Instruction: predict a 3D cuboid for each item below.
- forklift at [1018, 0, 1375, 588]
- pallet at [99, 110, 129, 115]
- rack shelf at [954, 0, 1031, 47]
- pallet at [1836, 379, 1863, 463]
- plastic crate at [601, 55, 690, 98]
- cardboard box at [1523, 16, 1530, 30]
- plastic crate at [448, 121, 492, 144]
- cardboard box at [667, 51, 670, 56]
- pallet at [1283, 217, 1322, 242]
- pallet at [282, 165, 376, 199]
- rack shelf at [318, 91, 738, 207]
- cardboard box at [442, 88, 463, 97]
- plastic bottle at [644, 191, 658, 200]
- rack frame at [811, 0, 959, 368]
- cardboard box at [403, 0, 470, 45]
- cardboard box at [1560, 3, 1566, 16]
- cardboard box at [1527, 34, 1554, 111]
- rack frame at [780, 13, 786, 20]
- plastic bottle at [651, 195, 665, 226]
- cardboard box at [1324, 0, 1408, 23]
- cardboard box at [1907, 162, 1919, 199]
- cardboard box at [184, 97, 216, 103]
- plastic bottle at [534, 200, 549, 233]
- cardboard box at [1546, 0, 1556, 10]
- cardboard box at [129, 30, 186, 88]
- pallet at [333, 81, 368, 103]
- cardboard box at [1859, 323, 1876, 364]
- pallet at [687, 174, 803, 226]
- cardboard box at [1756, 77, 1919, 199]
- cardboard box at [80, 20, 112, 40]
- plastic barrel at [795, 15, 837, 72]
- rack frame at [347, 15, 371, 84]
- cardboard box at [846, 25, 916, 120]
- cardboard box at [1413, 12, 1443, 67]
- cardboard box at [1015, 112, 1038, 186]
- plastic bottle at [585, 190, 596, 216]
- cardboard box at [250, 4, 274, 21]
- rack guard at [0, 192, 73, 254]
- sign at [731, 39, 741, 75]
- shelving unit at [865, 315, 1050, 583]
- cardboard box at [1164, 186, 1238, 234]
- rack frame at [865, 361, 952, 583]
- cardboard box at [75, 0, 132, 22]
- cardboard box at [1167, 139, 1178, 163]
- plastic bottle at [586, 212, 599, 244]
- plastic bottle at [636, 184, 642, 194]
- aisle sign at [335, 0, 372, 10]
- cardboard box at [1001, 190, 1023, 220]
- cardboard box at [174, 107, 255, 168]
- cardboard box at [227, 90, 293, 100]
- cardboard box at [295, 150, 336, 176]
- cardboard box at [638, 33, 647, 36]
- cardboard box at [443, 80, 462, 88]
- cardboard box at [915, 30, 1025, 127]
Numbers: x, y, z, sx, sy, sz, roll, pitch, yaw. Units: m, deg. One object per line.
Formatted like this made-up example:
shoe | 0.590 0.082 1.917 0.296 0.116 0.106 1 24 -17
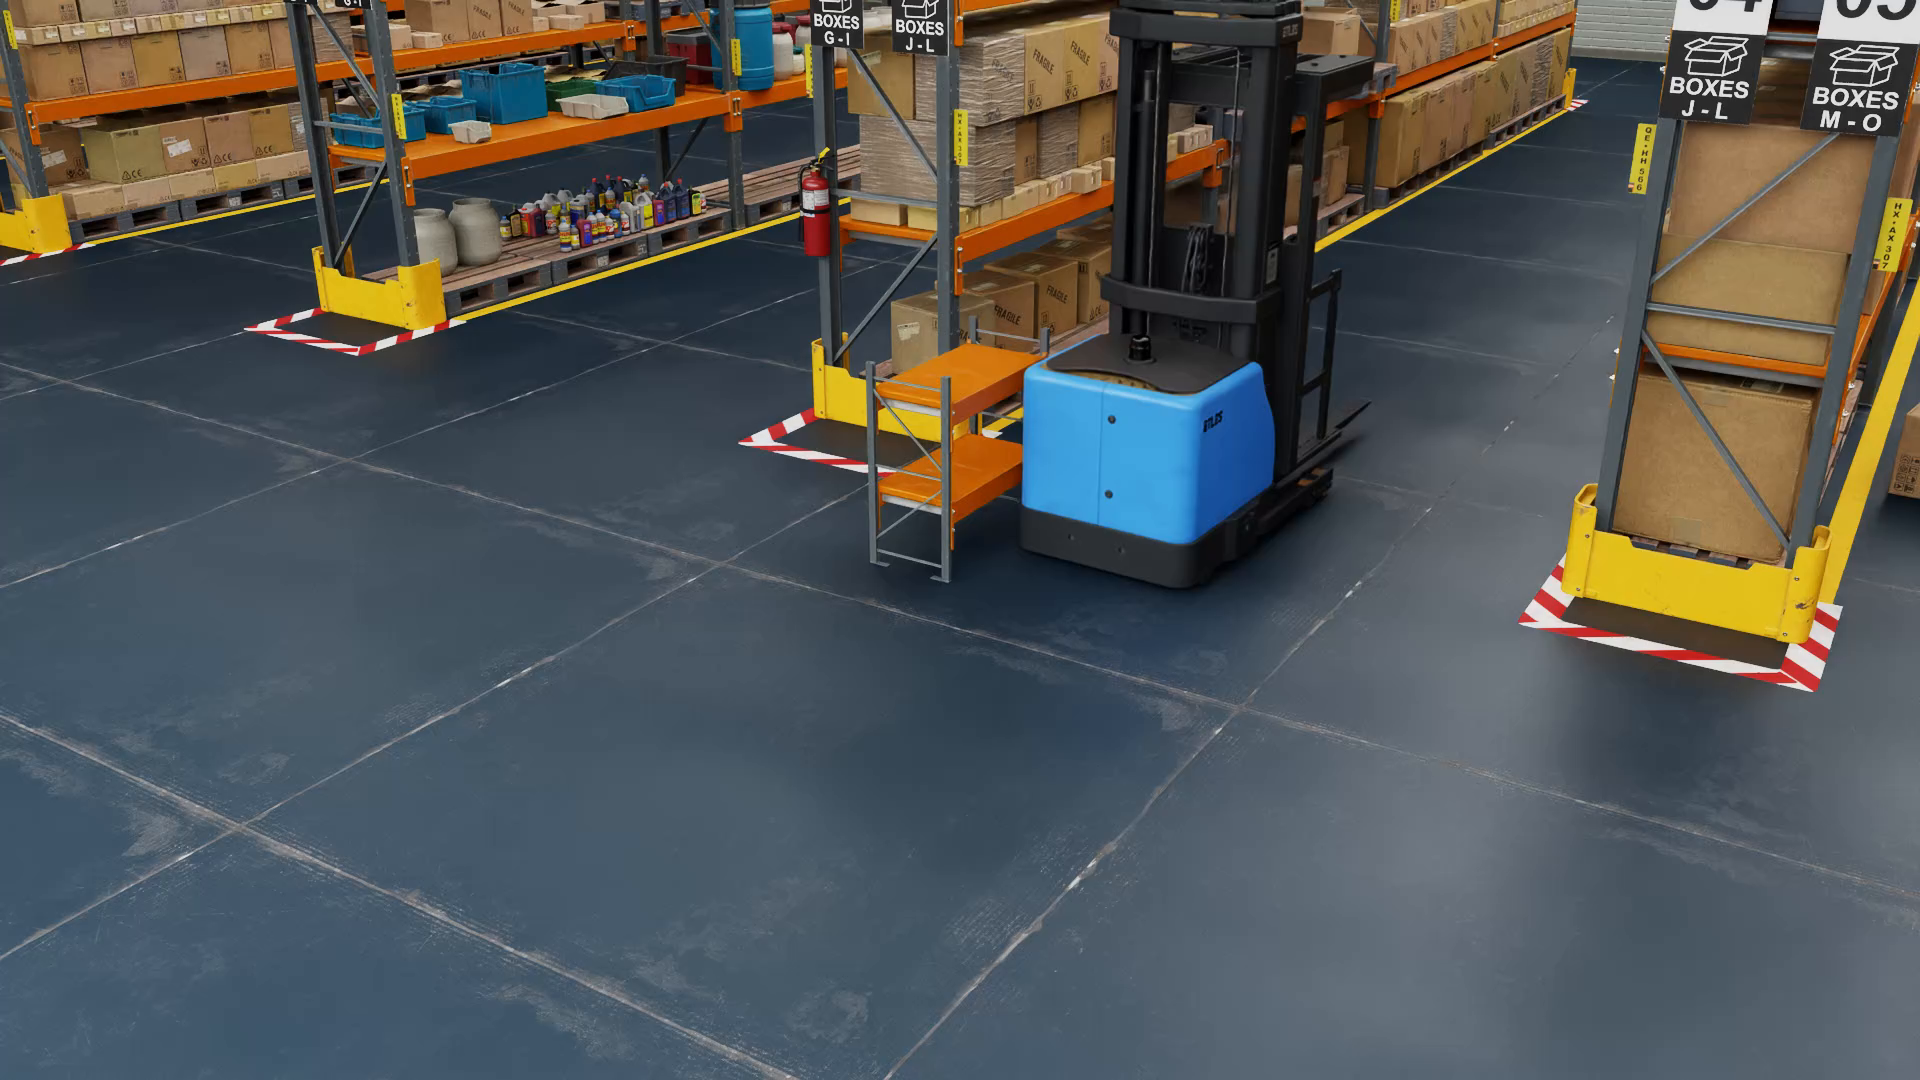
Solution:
forklift | 1.552 -1.632 9.330 1.130 2.935 3.031 15 27 31
pallet | -10.564 -5.571 21.852 1.003 0.211 1.213 14 27 29
rack shelf | 0.596 -3.845 11.485 1.077 0.370 4.000 14 27 29
pallet | 5.344 -0.880 11.017 1.003 0.211 1.213 14 27 29
plastic crate | -2.941 -4.333 15.561 0.767 0.338 0.504 14 27 29
cardboard box | 6.859 -6.441 20.670 0.380 0.149 0.250 13 27 28
plastic crate | -3.921 -3.275 13.371 0.298 0.136 0.250 14 27 29
cardboard box | -4.085 -6.495 23.070 0.500 0.500 0.500 13 27 27
pallet | 2.704 -2.870 15.614 1.003 0.211 1.213 14 27 29
pallet | -7.218 -4.011 18.250 1.003 0.211 1.213 14 27 29
rack shelf | -3.611 -3.506 14.479 1.077 0.370 4.000 14 27 29
cardboard box | -5.793 -5.169 19.641 0.500 0.311 0.500 13 27 27
plastic bottle | -2.892 -3.143 15.610 0.152 0.276 0.135 14 27 29
rack frame | -0.459 -2.123 10.379 1.000 3.000 0.127 14 27 29
cardboard box | -6.066 -6.030 19.277 0.500 0.500 0.500 16 28 33
cardboard box | 7.804 -7.046 22.066 0.380 0.149 0.250 14 27 29
cardboard box | 7.232 -6.201 21.945 0.875 0.875 0.875 14 27 29
rack frame | -2.543 -8.251 24.533 1.000 3.000 0.127 14 27 29
plastic bottle | -2.803 -3.060 15.409 0.061 0.283 0.133 16 28 32
cardboard box | 4.161 -5.573 16.959 0.797 0.503 0.637 15 28 31
cardboard box | 5.357 -2.151 10.255 0.875 0.550 0.550 14 27 29
cardboard box | -10.369 -6.079 22.109 0.700 0.500 0.500 13 27 28
plastic bottle | -3.841 -2.951 15.166 0.152 0.276 0.135 13 27 28
cardboard box | 7.415 -7.029 21.525 0.500 0.250 0.500 13 27 27
cardboard box | -8.076 -4.746 16.311 0.700 0.500 0.500 14 27 29
pallet | -9.277 -6.394 23.755 1.003 0.211 1.213 14 27 29
cardboard box | 6.063 -1.788 11.909 1.050 0.750 0.750 14 27 29
pallet | -2.175 -3.505 17.080 1.003 0.211 1.213 14 27 29
cardboard box | 4.553 -2.097 8.769 0.875 0.550 0.550 14 27 29
cardboard box | -8.213 -4.805 15.631 0.380 0.149 0.250 14 27 29
plastic barrel | -1.478 -5.098 17.080 0.433 0.535 0.433 0 23 0
rack frame | -8.863 -7.937 23.809 1.000 3.000 0.127 14 27 29
cardboard box | -0.378 -3.002 10.650 0.500 0.500 0.500 14 27 29
cardboard box | 4.786 -5.324 17.648 0.500 0.500 0.500 13 27 28
cardboard box | 0.017 -2.679 11.163 0.875 0.500 0.500 14 27 29
plastic bottle | -3.480 -3.154 15.641 0.097 0.271 0.097 0 23 0
cardboard box | -7.262 -5.414 17.039 0.380 0.149 0.250 14 27 29
rack guard | -8.885 -3.045 15.655 1.175 0.500 0.348 14 27 29
sign | -2.095 -4.519 15.565 0.100 0.325 0.005 14 27 29
shelving unit | 0.004 -0.518 9.032 0.538 1.125 1.048 14 27 29
cardboard box | 1.994 -2.731 14.375 0.700 0.500 0.500 12 26 25
rack frame | -0.265 -0.347 8.635 0.500 1.125 0.032 14 27 29
cardboard box | -8.315 -5.193 15.711 0.700 0.500 0.500 13 27 28
cardboard box | 1.428 -2.962 12.632 0.380 0.149 0.250 14 27 29
plastic bottle | -3.264 -2.773 14.761 0.097 0.271 0.097 0 23 0
plastic bottle | -3.151 -3.379 16.248 0.097 0.201 0.097 0 23 0
aisle sign | -4.455 -4.268 12.062 0.394 0.787 0.004 14 27 29
cardboard box | 0.187 -2.216 10.909 0.380 0.149 0.250 14 27 29
cardboard box | -7.607 -4.116 16.970 0.500 0.500 0.500 14 27 29
cardboard box | -7.530 -4.564 18.006 0.500 0.500 0.500 14 27 29
cardboard box | -7.094 -4.112 17.906 0.500 0.250 0.500 14 27 29
cardboard box | -5.731 -8.906 28.664 0.700 0.500 0.500 15 27 30
cardboard box | -5.990 -5.449 20.288 0.500 0.311 0.500 13 27 28
cardboard box | 0.063 -2.893 10.398 0.500 0.500 0.500 14 27 29
